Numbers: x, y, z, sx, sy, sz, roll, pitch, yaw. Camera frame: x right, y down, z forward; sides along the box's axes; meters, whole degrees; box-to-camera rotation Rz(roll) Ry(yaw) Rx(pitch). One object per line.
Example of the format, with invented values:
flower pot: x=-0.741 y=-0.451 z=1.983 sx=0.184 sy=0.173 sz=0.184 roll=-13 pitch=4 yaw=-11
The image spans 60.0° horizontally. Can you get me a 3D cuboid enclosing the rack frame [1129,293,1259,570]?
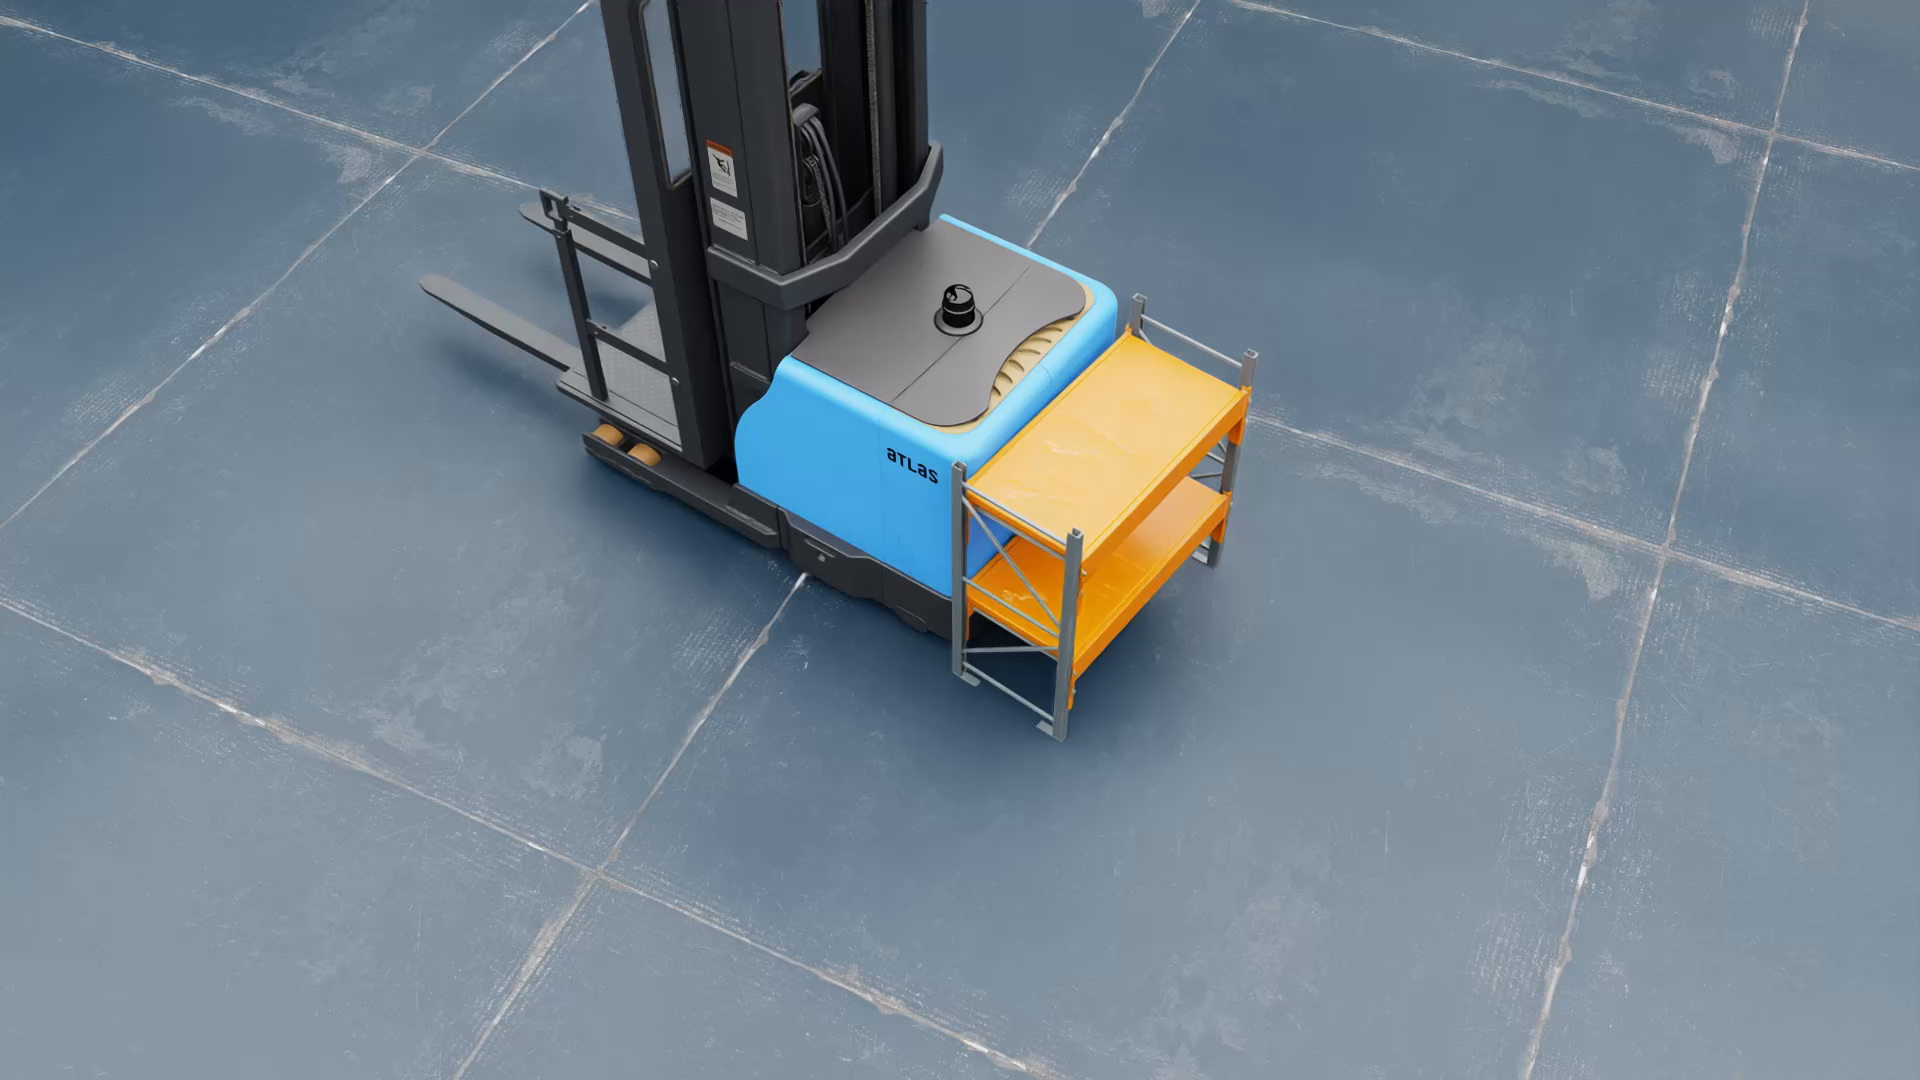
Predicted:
rack frame: x=0.806 y=-0.374 z=6.145 sx=0.500 sy=1.125 sz=0.032 roll=31 pitch=56 yaw=24

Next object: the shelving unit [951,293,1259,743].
shelving unit: x=0.491 y=-0.070 z=5.886 sx=0.538 sy=1.125 sz=1.048 roll=31 pitch=56 yaw=24

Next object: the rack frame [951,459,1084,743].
rack frame: x=0.176 y=0.234 z=5.628 sx=0.500 sy=1.125 sz=0.032 roll=31 pitch=56 yaw=24

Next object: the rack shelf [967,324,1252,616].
rack shelf: x=0.491 y=-0.260 z=5.663 sx=0.538 sy=0.278 sz=1.000 roll=31 pitch=56 yaw=24

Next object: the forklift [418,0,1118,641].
forklift: x=-0.923 y=-1.480 z=5.900 sx=3.031 sy=2.935 sz=1.130 roll=28 pitch=55 yaw=22

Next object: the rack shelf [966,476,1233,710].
rack shelf: x=0.491 y=0.088 z=6.073 sx=0.538 sy=0.278 sz=1.000 roll=31 pitch=56 yaw=24
